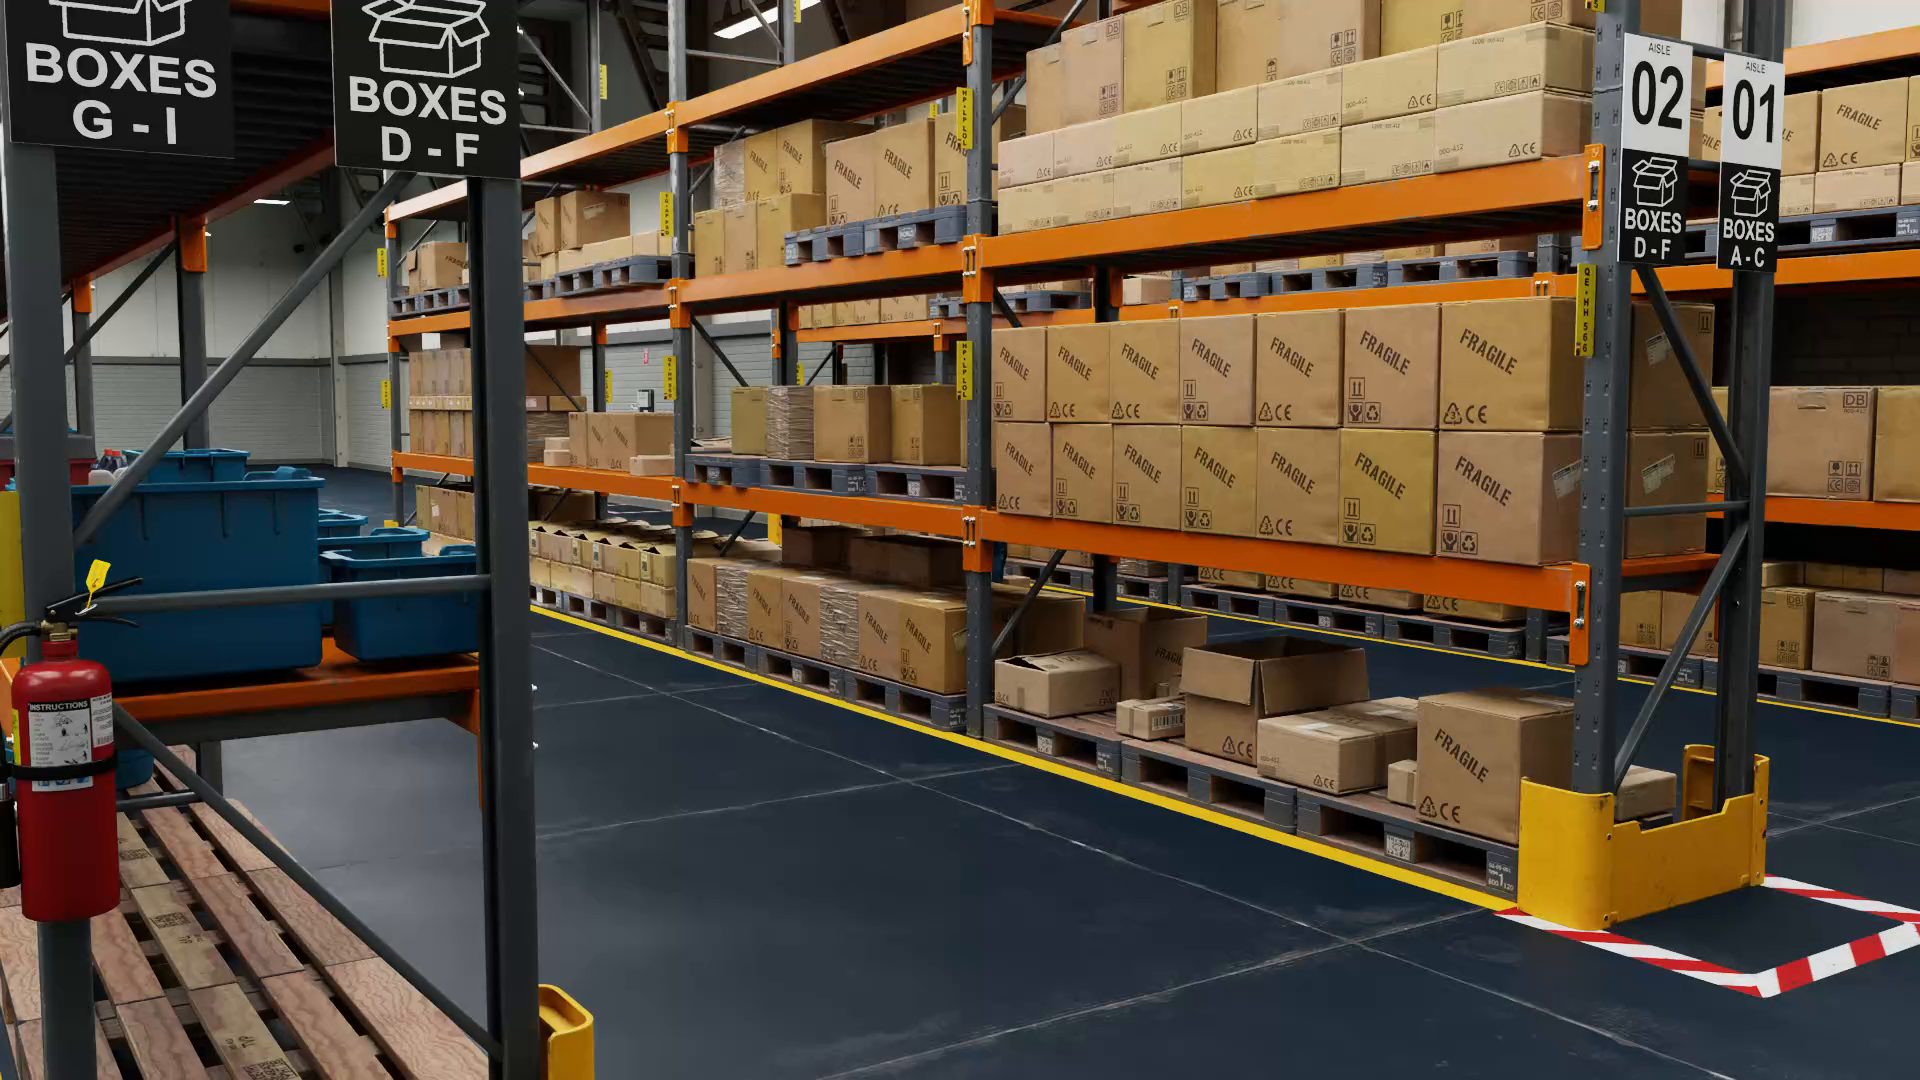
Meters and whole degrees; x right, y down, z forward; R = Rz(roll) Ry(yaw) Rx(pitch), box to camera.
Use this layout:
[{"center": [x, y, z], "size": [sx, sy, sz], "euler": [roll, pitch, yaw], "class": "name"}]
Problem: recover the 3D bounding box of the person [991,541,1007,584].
[{"center": [0.295, -0.184, 15.463], "size": [0.347, 1.593, 0.476], "euler": [-3, 6, -35], "class": "person"}]
